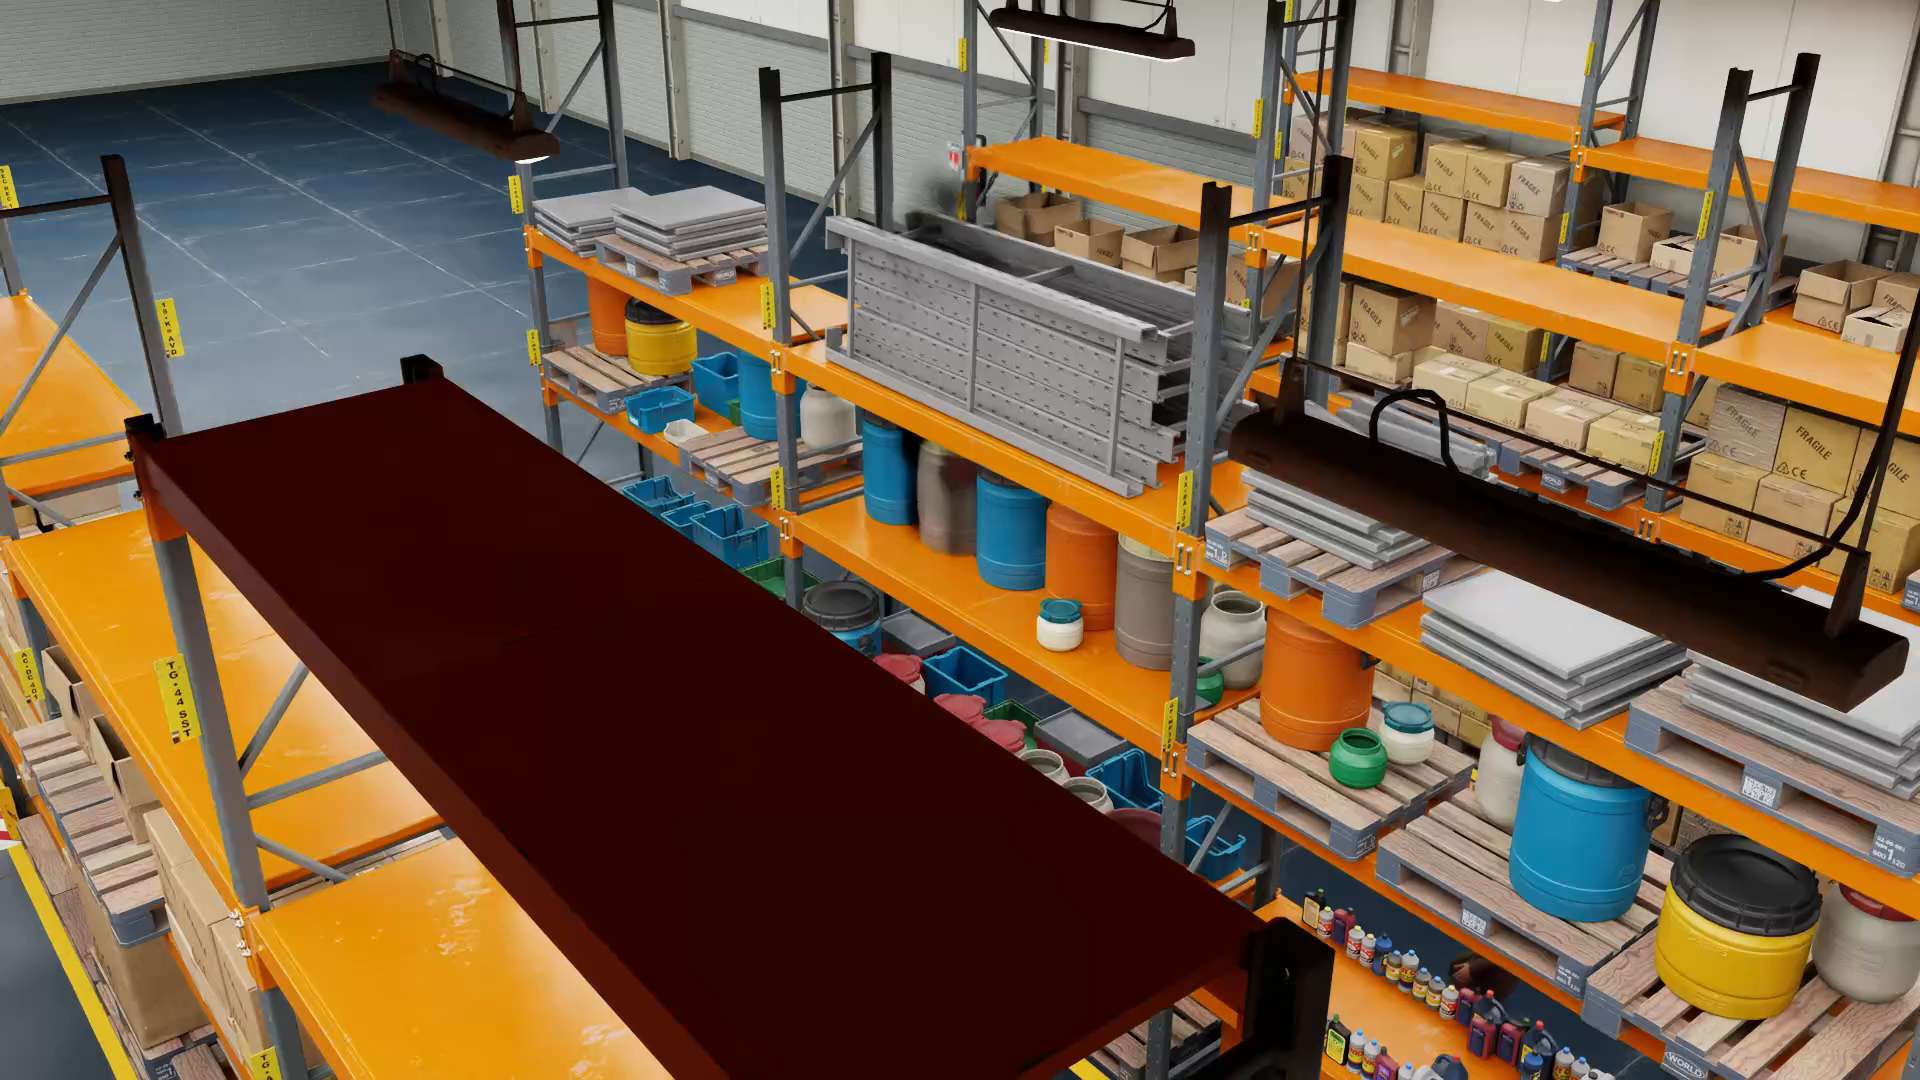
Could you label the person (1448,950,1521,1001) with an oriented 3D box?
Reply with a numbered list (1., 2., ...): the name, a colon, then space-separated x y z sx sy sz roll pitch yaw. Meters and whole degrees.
1. person: 3.439 2.686 10.622 0.712 1.623 0.716 -20 32 -35
